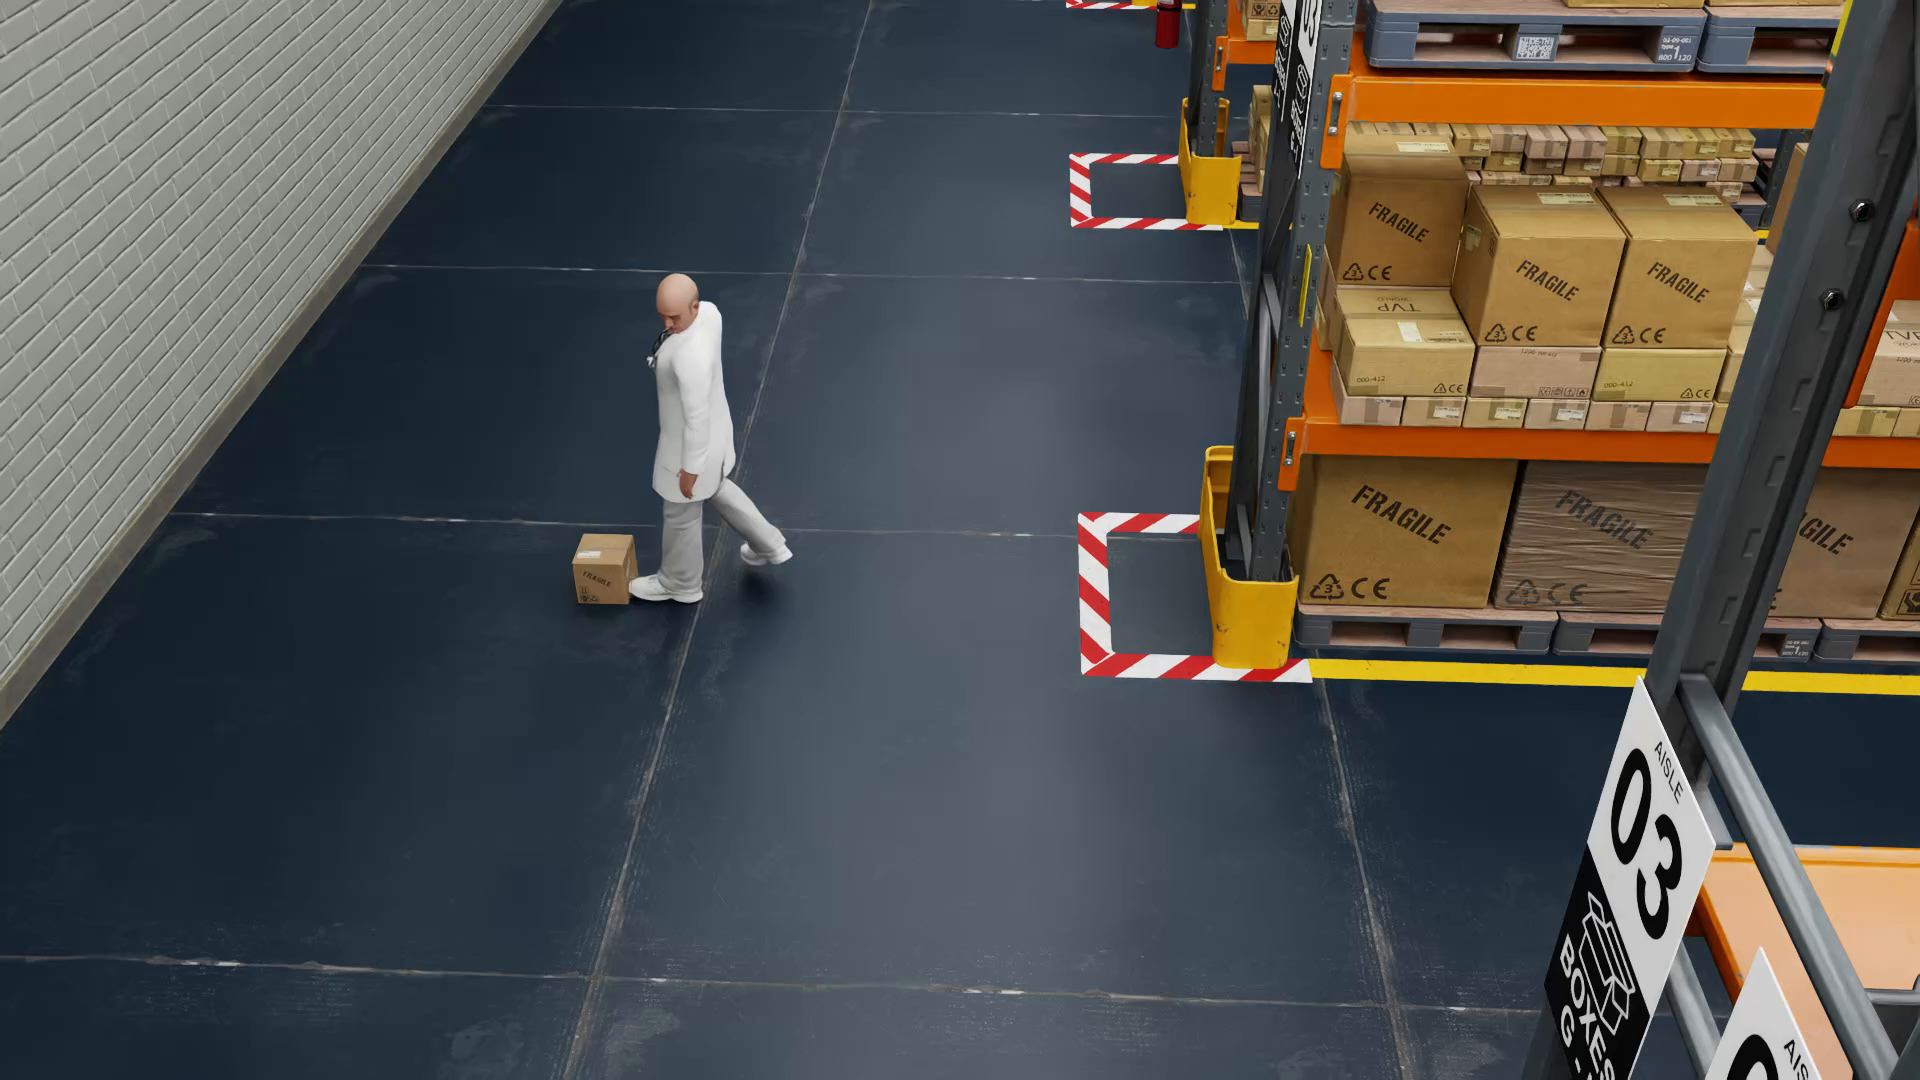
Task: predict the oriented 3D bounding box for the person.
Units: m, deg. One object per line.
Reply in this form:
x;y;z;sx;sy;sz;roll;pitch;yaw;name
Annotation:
-1.235;-0.476;7.784;0.800;1.767;0.631;6;36;8;person
